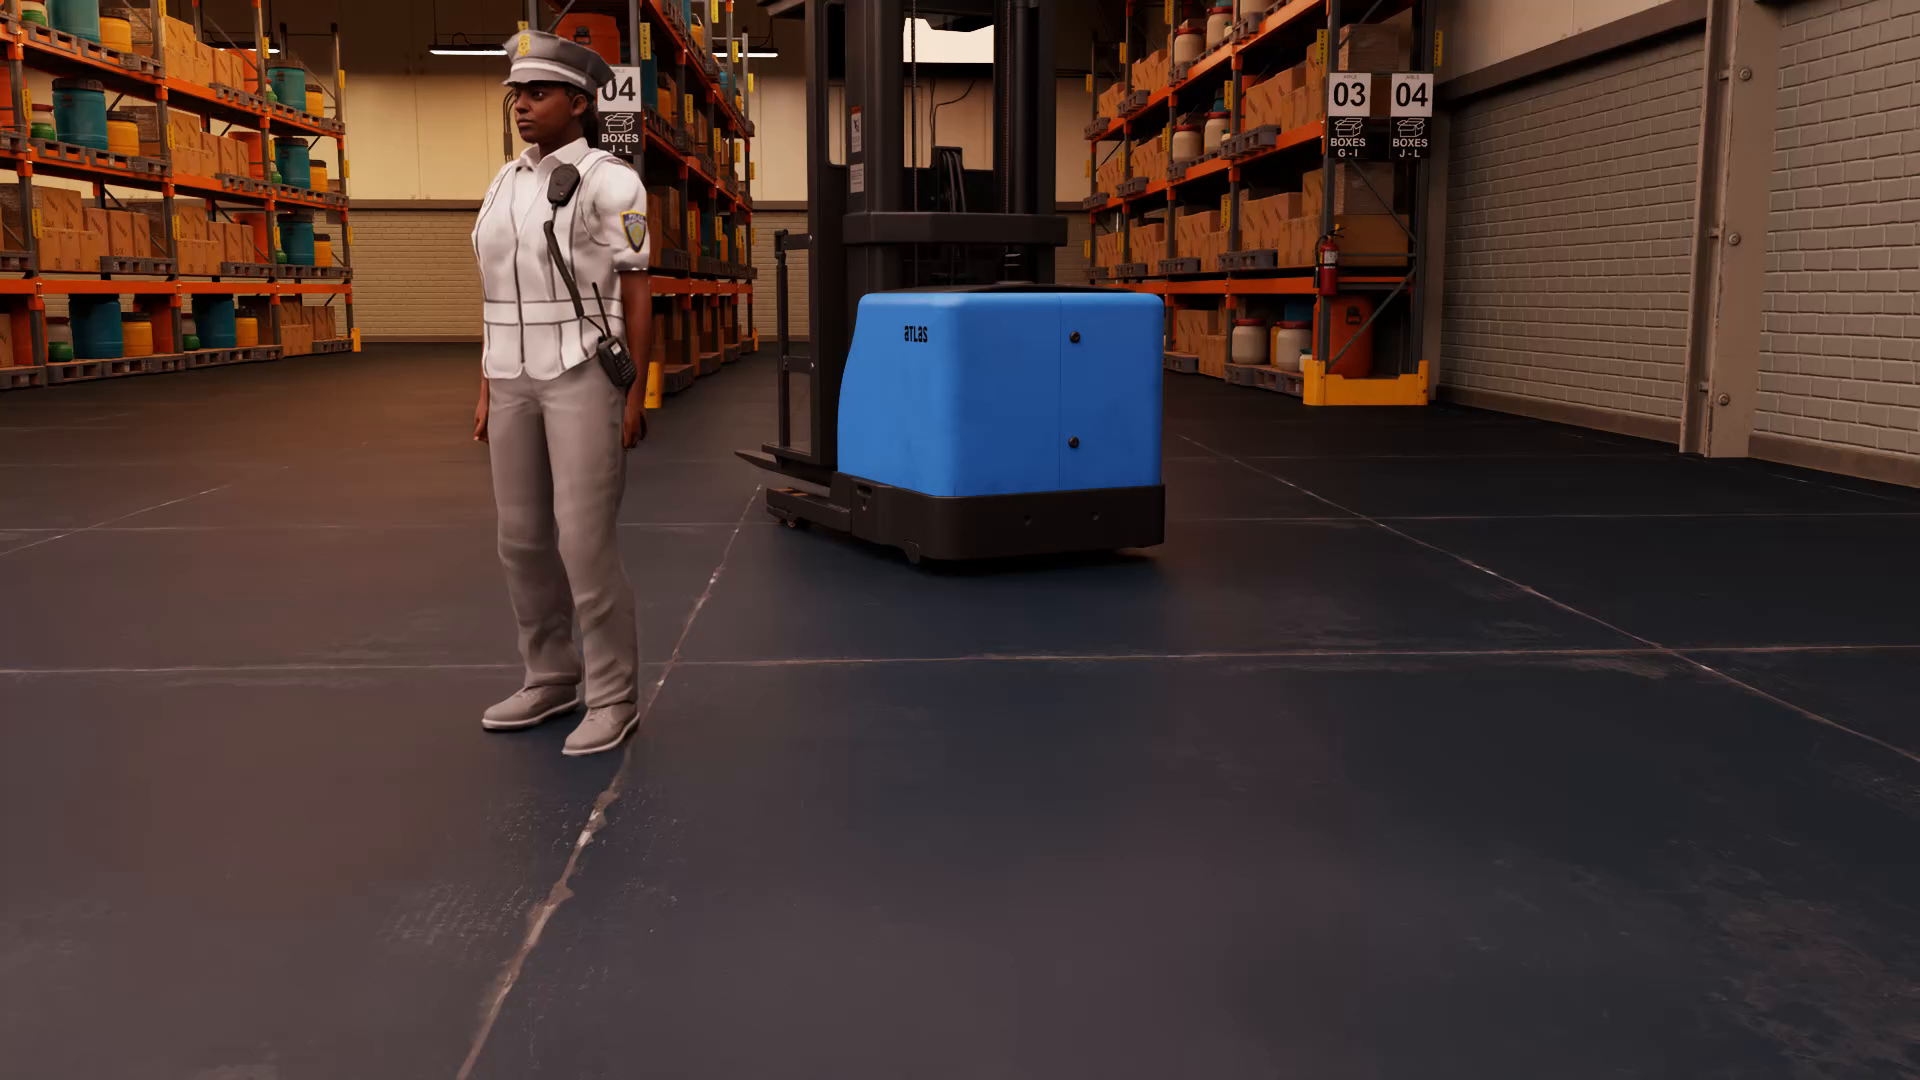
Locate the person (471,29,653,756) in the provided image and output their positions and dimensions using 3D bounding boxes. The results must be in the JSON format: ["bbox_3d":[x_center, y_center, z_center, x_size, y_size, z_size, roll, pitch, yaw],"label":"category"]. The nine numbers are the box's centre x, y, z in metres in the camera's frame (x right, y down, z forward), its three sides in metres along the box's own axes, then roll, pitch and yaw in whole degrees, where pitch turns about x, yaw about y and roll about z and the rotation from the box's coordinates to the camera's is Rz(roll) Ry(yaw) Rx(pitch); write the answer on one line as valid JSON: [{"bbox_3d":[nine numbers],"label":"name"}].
[{"bbox_3d":[-0.998,-0.356,4.034,0.487,1.696,0.390,4,9,26],"label":"person"}]

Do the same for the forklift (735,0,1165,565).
[{"bbox_3d":[-0.264,-1.530,7.637,1.130,2.935,3.031,-4,9,-25],"label":"forklift"}]
